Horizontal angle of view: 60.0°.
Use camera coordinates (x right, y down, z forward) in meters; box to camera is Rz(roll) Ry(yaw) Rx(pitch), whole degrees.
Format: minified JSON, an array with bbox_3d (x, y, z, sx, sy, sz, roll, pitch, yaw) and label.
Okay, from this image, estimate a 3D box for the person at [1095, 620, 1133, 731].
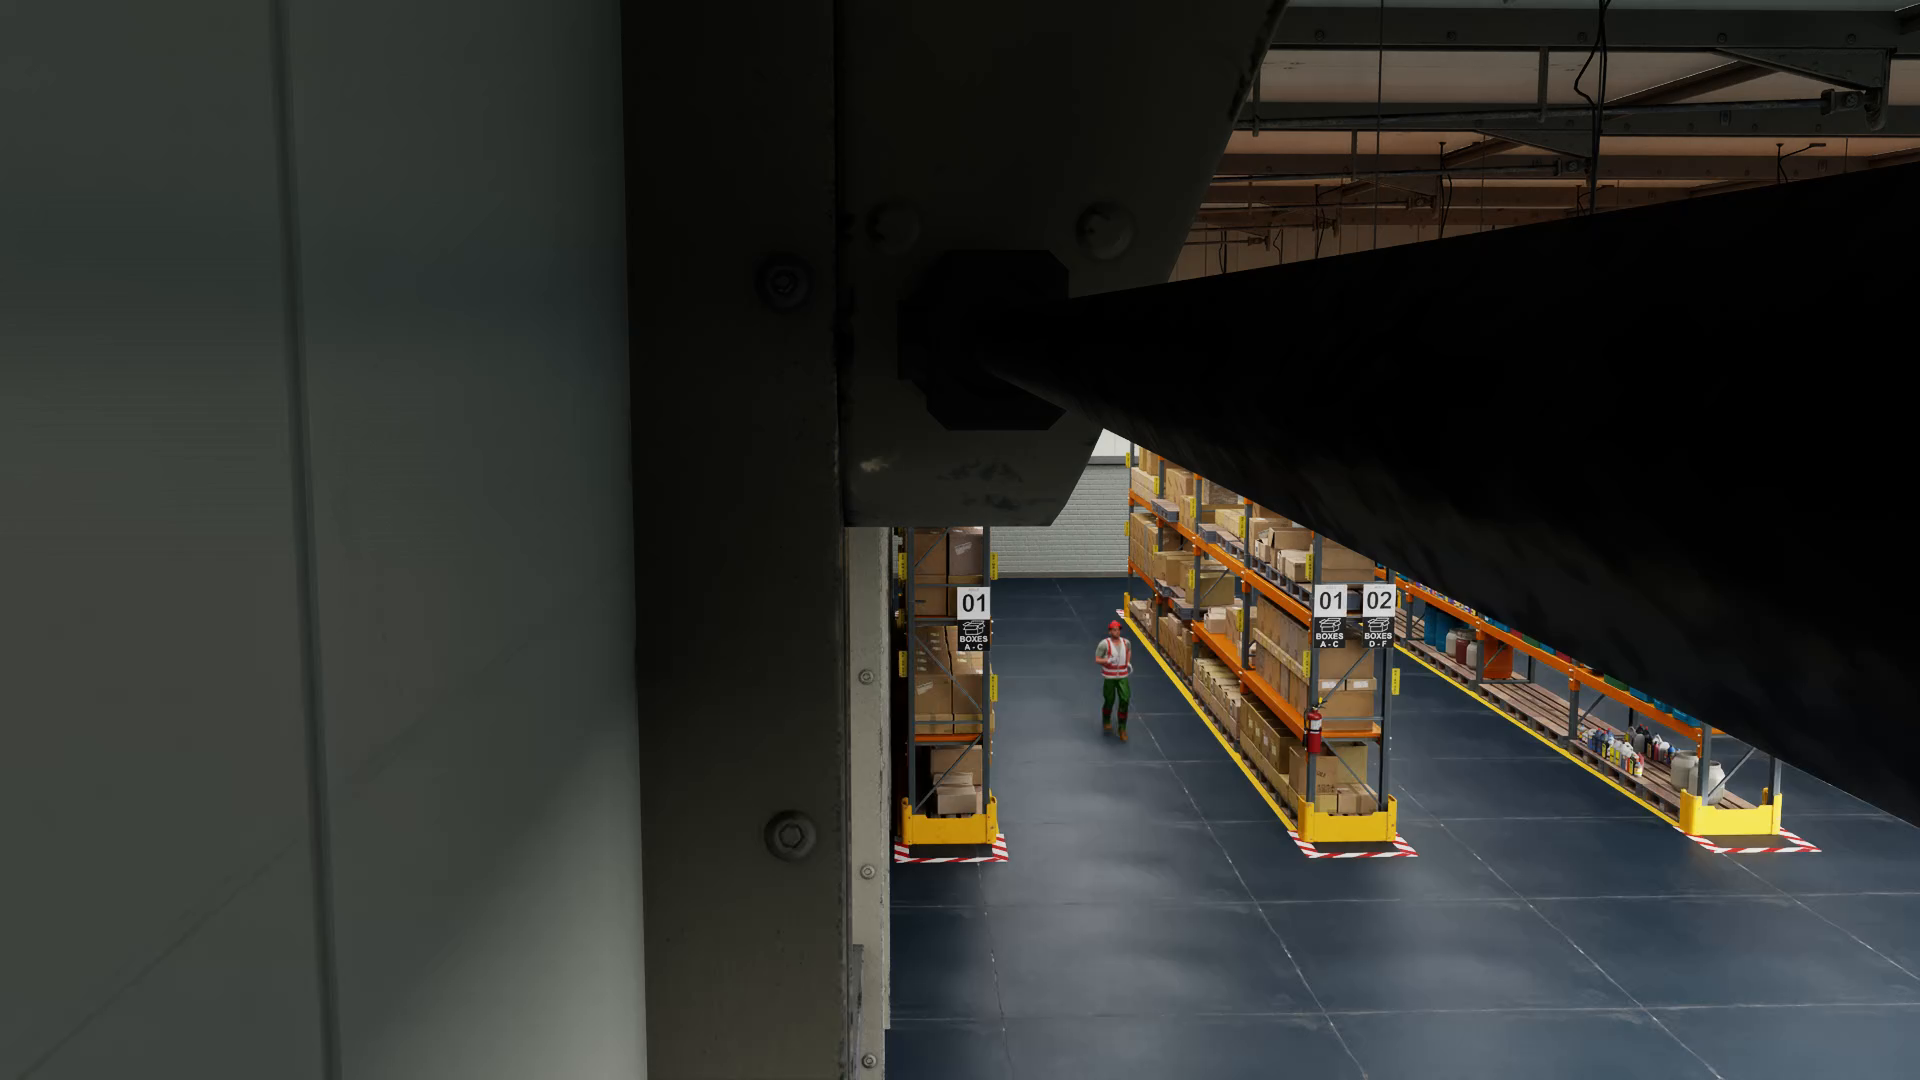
[{"bbox_3d":[8.397,-0.376,28.792,13.685,5.773,5.317,-1,7,-10],"label":"person"}]
